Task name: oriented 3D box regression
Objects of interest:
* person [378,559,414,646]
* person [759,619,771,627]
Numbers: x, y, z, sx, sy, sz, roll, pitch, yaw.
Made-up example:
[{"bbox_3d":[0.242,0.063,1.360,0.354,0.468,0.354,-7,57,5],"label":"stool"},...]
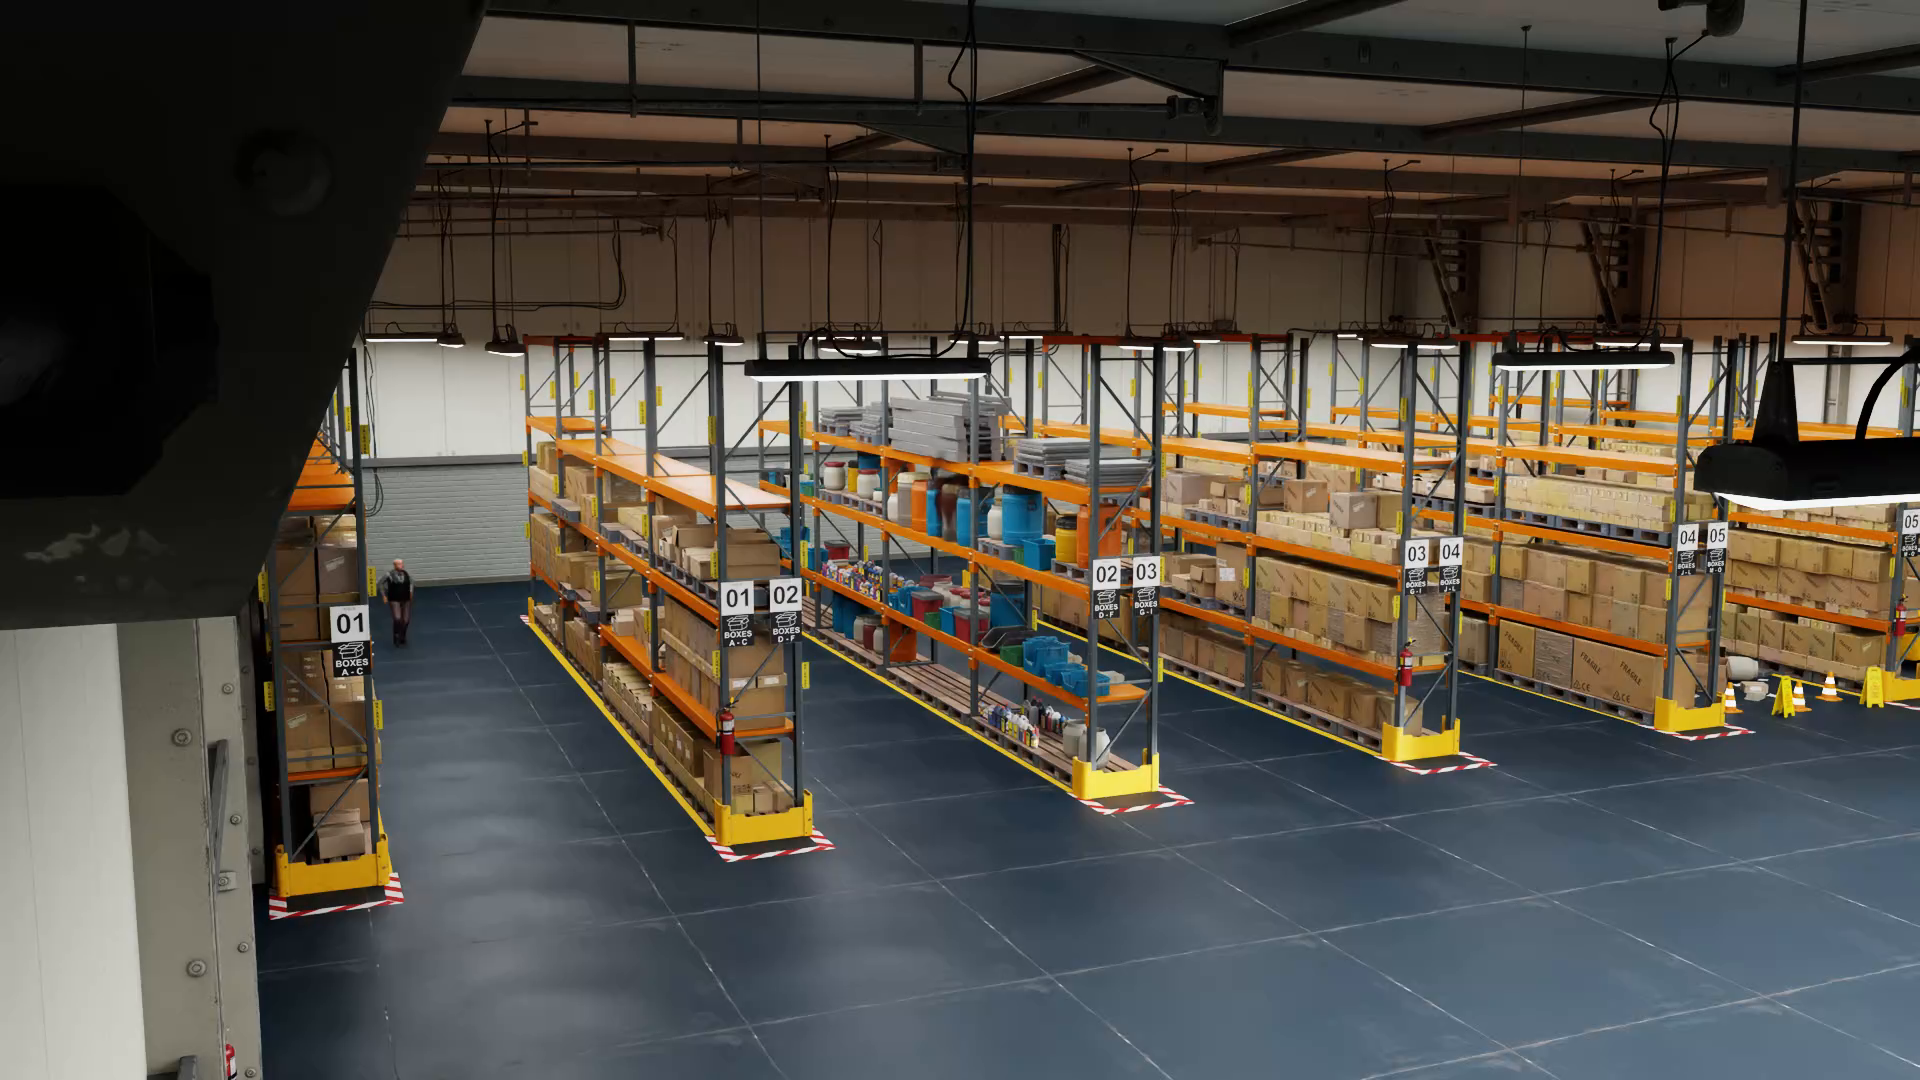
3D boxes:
[{"bbox_3d":[-10.916,1.215,32.316,0.686,1.701,0.600,-5,9,-31],"label":"person"},{"bbox_3d":[-3.827,1.182,32.187,0.720,1.703,1.053,0,8,-2],"label":"person"}]
